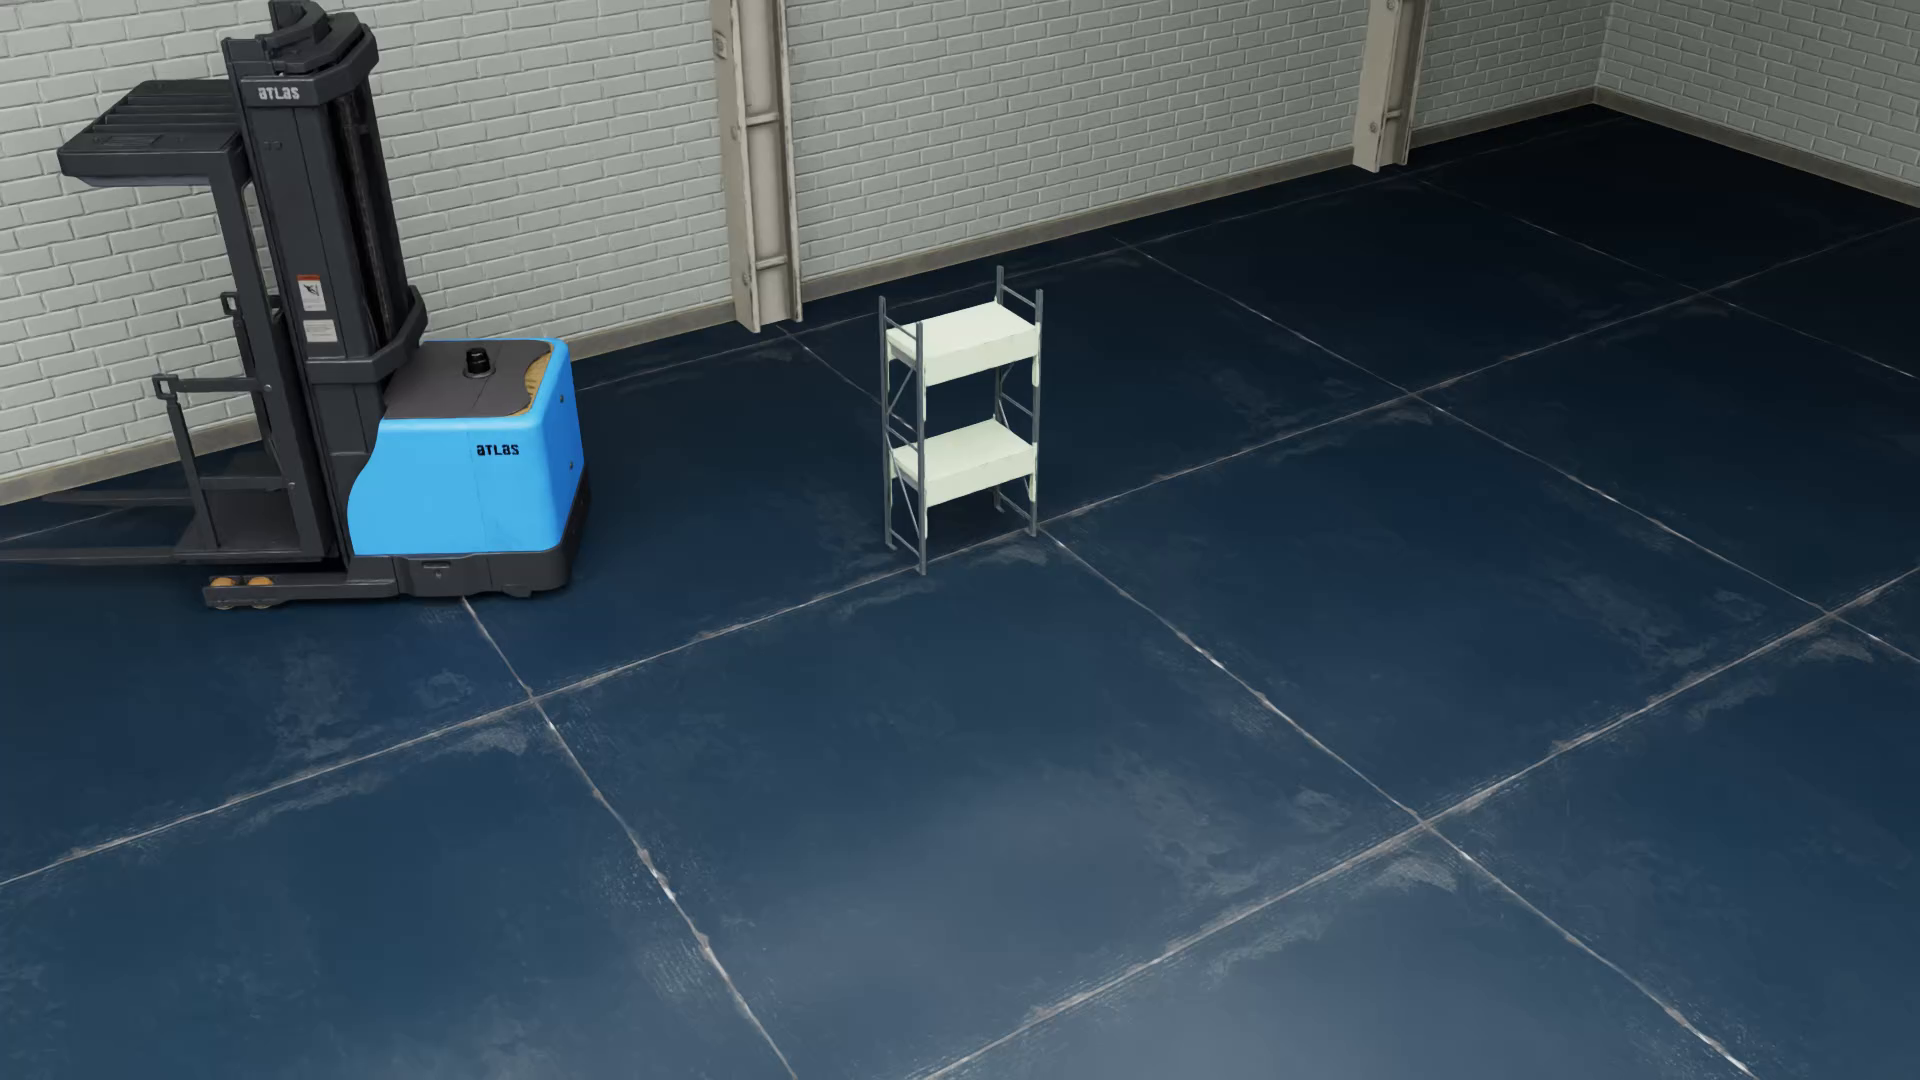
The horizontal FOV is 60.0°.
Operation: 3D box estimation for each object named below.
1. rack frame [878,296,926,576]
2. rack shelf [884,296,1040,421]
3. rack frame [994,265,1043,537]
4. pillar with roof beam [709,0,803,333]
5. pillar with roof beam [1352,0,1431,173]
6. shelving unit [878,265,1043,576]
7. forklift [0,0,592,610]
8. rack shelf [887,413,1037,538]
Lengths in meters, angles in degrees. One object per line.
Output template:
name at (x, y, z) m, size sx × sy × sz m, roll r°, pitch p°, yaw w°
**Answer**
rack frame at (-0.302, -0.530, 8.807) m, size 0.023 × 1.500 × 0.400 m, roll -19°, pitch 37°, yaw -27°
rack shelf at (0.006, -0.966, 8.766) m, size 0.720 × 0.370 × 0.431 m, roll -19°, pitch 37°, yaw -27°
rack frame at (0.313, -0.742, 9.142) m, size 0.023 × 1.500 × 0.400 m, roll -19°, pitch 37°, yaw -27°
pillar with roof beam at (0.968, -3.451, 6.408) m, size 0.400 × 9.000 × 9.100 m, roll -19°, pitch 37°, yaw -27°
pillar with roof beam at (6.011, -5.185, 9.157) m, size 0.400 × 9.000 × 9.100 m, roll -19°, pitch 37°, yaw -27°
shelving unit at (0.006, -0.636, 8.974) m, size 0.755 × 1.500 × 0.431 m, roll -19°, pitch 37°, yaw -27°
forklift at (-3.628, -1.161, 8.465) m, size 3.031 × 2.935 × 1.130 m, roll -1°, pitch 32°, yaw -2°
rack shelf at (0.006, -0.361, 9.148) m, size 0.720 × 0.370 × 0.431 m, roll -19°, pitch 37°, yaw -27°
